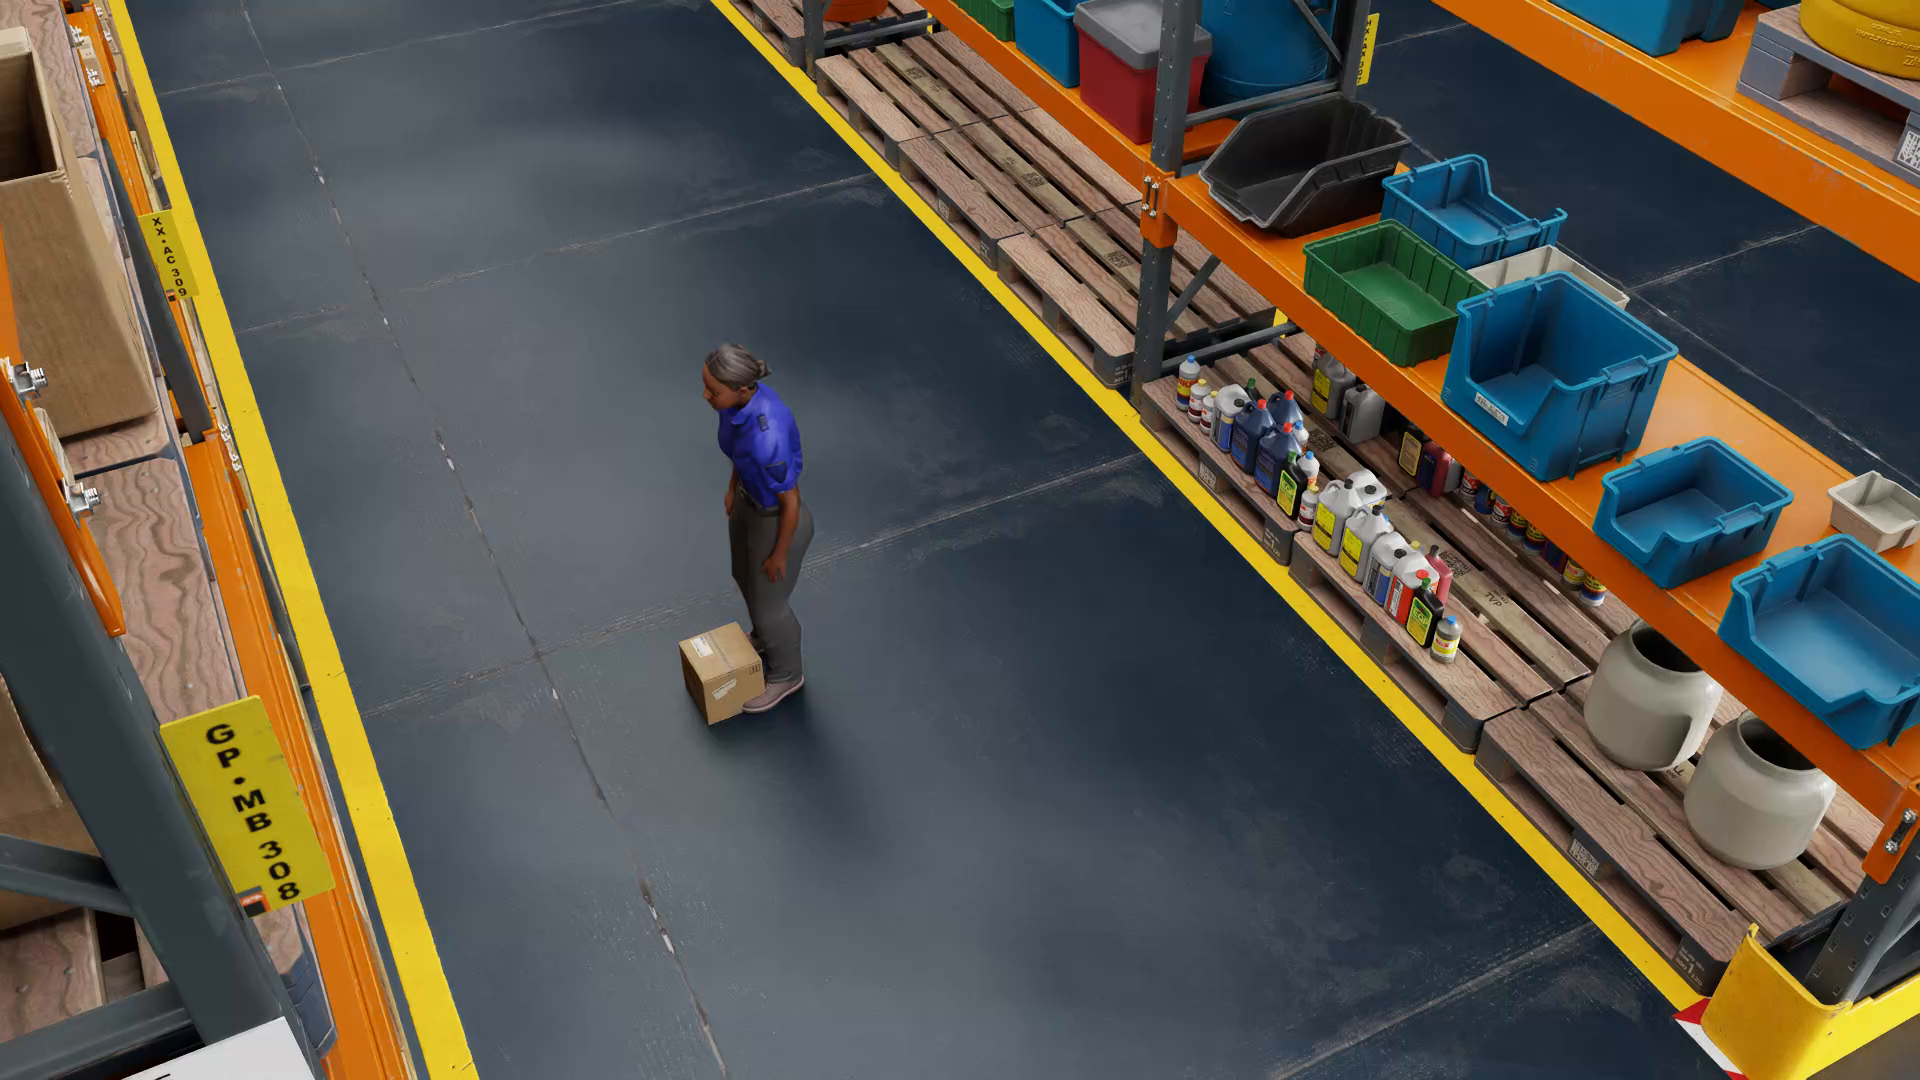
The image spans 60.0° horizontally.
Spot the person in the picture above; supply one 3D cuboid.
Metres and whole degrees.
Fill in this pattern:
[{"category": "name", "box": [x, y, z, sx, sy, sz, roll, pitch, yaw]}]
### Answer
[{"category": "person", "box": [-0.764, -0.062, 6.243, 0.391, 1.641, 0.507, -19, 45, -20]}]
